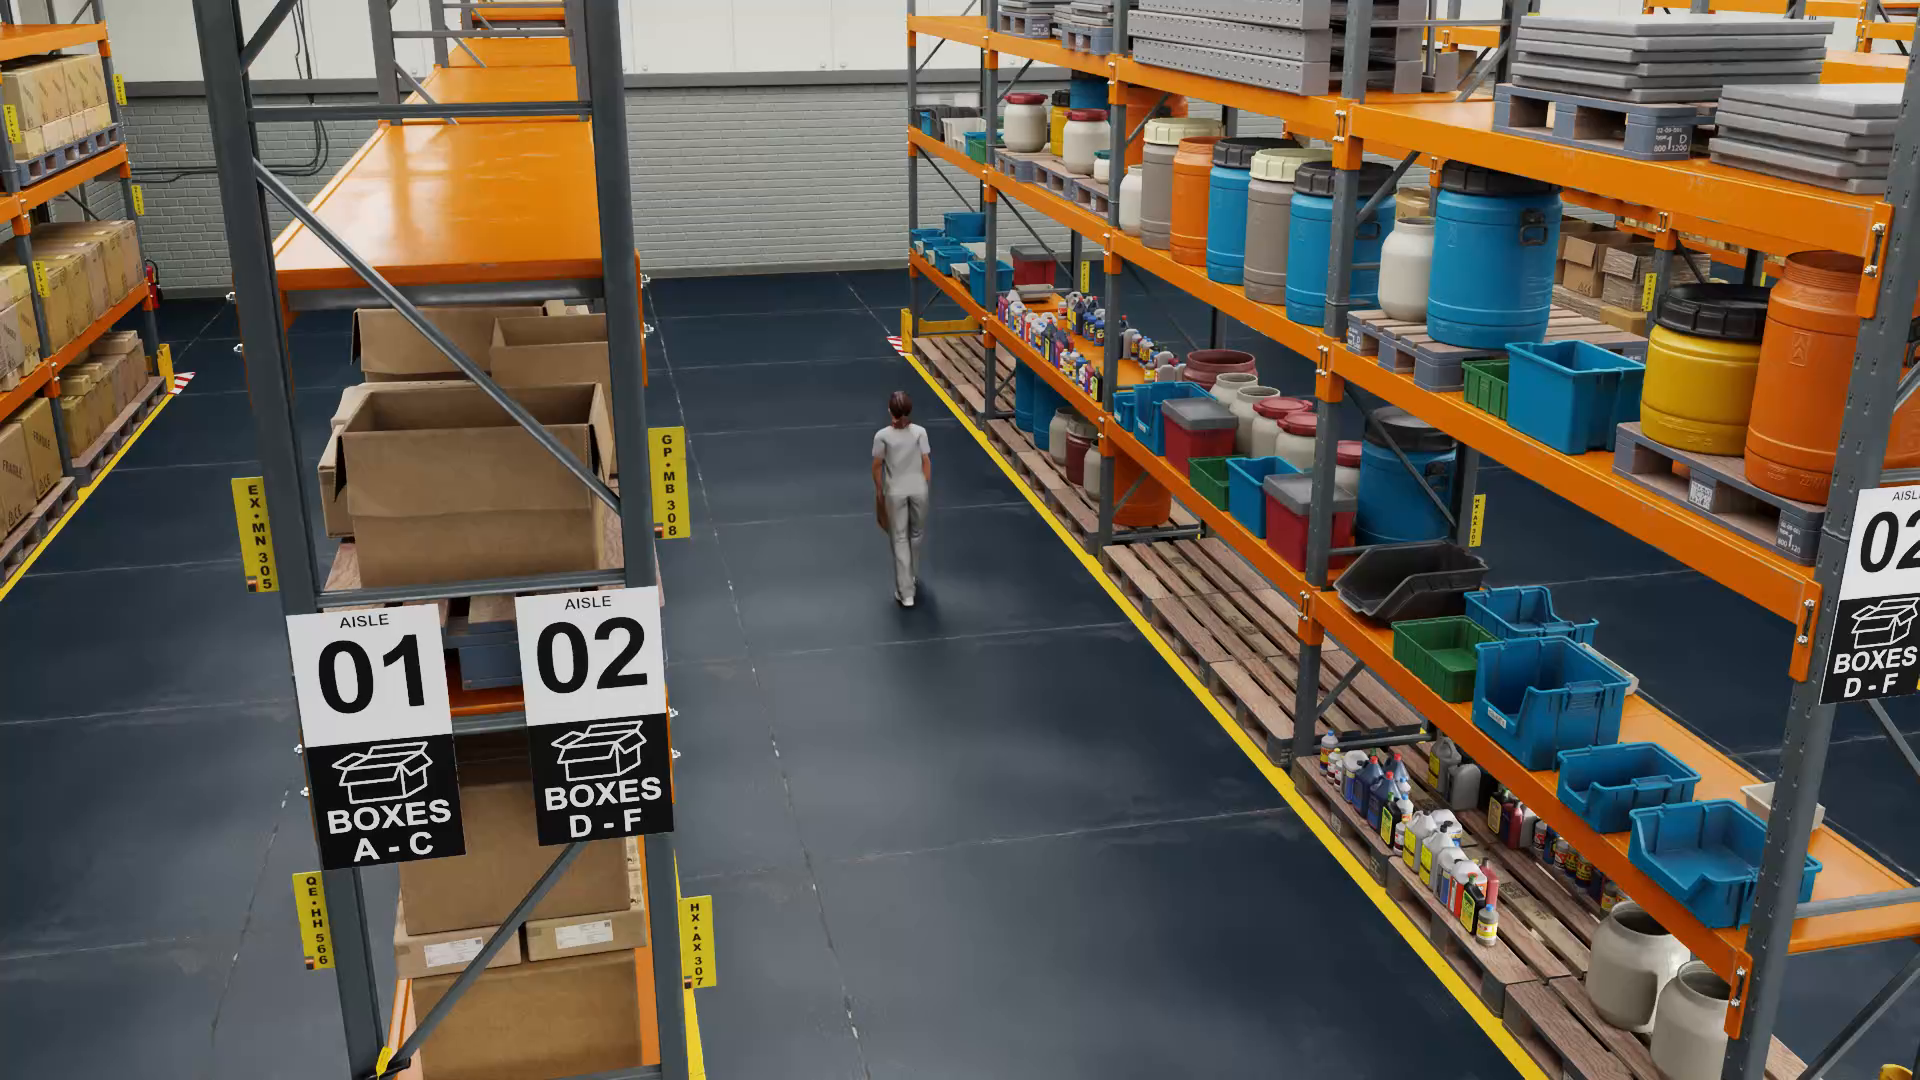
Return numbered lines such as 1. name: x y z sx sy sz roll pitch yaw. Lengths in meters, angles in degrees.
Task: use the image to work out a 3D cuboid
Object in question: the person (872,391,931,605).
1. person: -0.477 -0.380 13.120 0.464 1.646 0.809 -5 20 -13
